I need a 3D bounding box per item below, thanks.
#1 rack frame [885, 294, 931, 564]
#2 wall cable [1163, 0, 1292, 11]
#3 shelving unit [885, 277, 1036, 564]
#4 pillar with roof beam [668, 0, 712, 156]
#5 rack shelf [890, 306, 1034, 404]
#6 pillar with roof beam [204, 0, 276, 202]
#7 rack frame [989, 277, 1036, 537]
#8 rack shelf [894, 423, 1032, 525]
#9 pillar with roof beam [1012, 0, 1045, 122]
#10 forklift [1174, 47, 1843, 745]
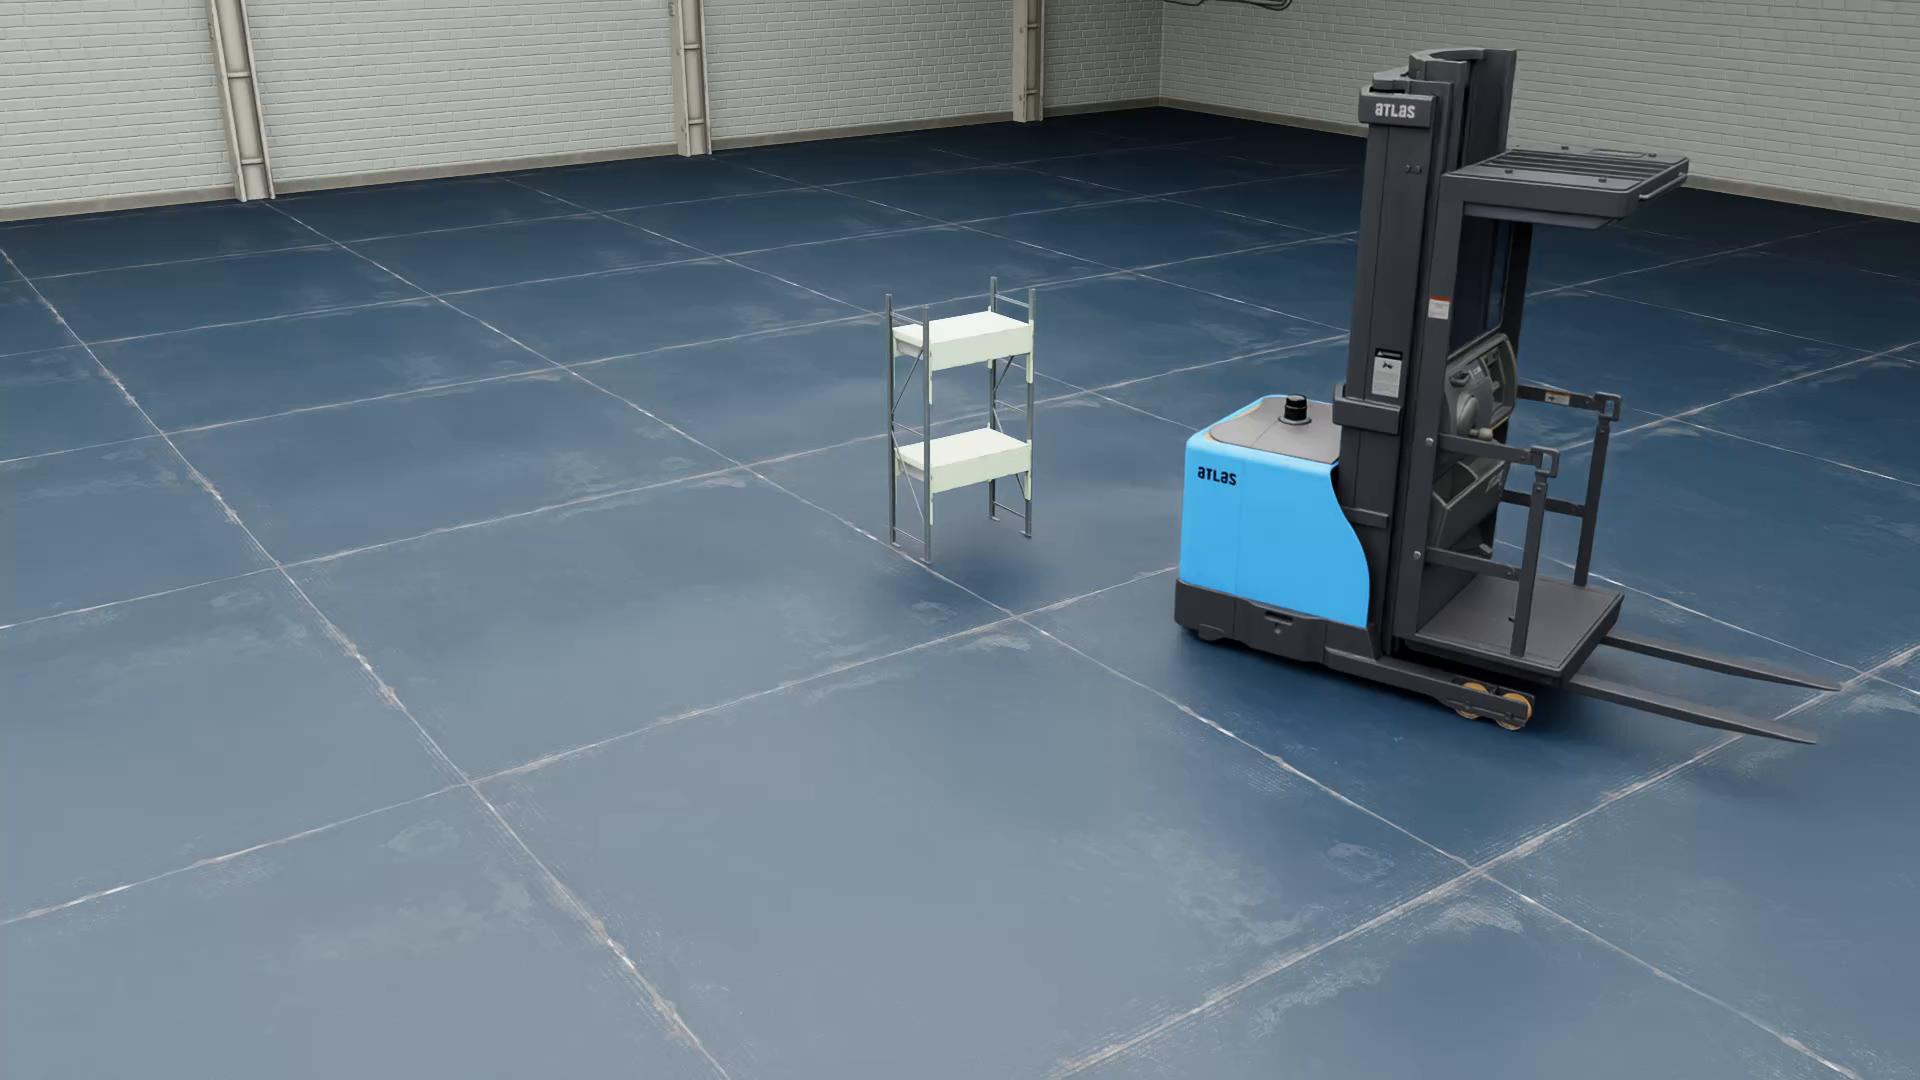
[{"bbox_3d":[-0.292,-0.619,9.424,0.023,1.500,0.400,-15,26,-33],"label":"rack frame"},{"bbox_3d":[4.256,-9.773,26.436,0.112,2.526,3.097,-15,26,-33],"label":"wall cable"},{"bbox_3d":[0.005,-0.698,9.622,0.755,1.500,0.431,-15,26,-33],"label":"shelving unit"},{"bbox_3d":[-1.264,-8.382,18.760,0.400,9.000,9.100,-15,26,-33],"label":"pillar with roof beam"},{"bbox_3d":[0.005,-1.061,9.477,0.720,0.370,0.431,-15,26,-33],"label":"rack shelf"},{"bbox_3d":[-6.134,-7.083,15.505,0.400,9.000,9.100,-15,26,-33],"label":"pillar with roof beam"},{"bbox_3d":[0.303,-0.777,9.821,0.023,1.500,0.400,-15,26,-33],"label":"rack frame"},{"bbox_3d":[0.005,-0.395,9.743,0.720,0.370,0.431,-15,26,-33],"label":"rack shelf"},{"bbox_3d":[3.607,-9.681,22.014,0.400,9.000,9.100,-15,26,-33],"label":"pillar with roof beam"},{"bbox_3d":[2.614,-0.707,7.712,3.031,2.935,1.130,15,26,32],"label":"forklift"}]
